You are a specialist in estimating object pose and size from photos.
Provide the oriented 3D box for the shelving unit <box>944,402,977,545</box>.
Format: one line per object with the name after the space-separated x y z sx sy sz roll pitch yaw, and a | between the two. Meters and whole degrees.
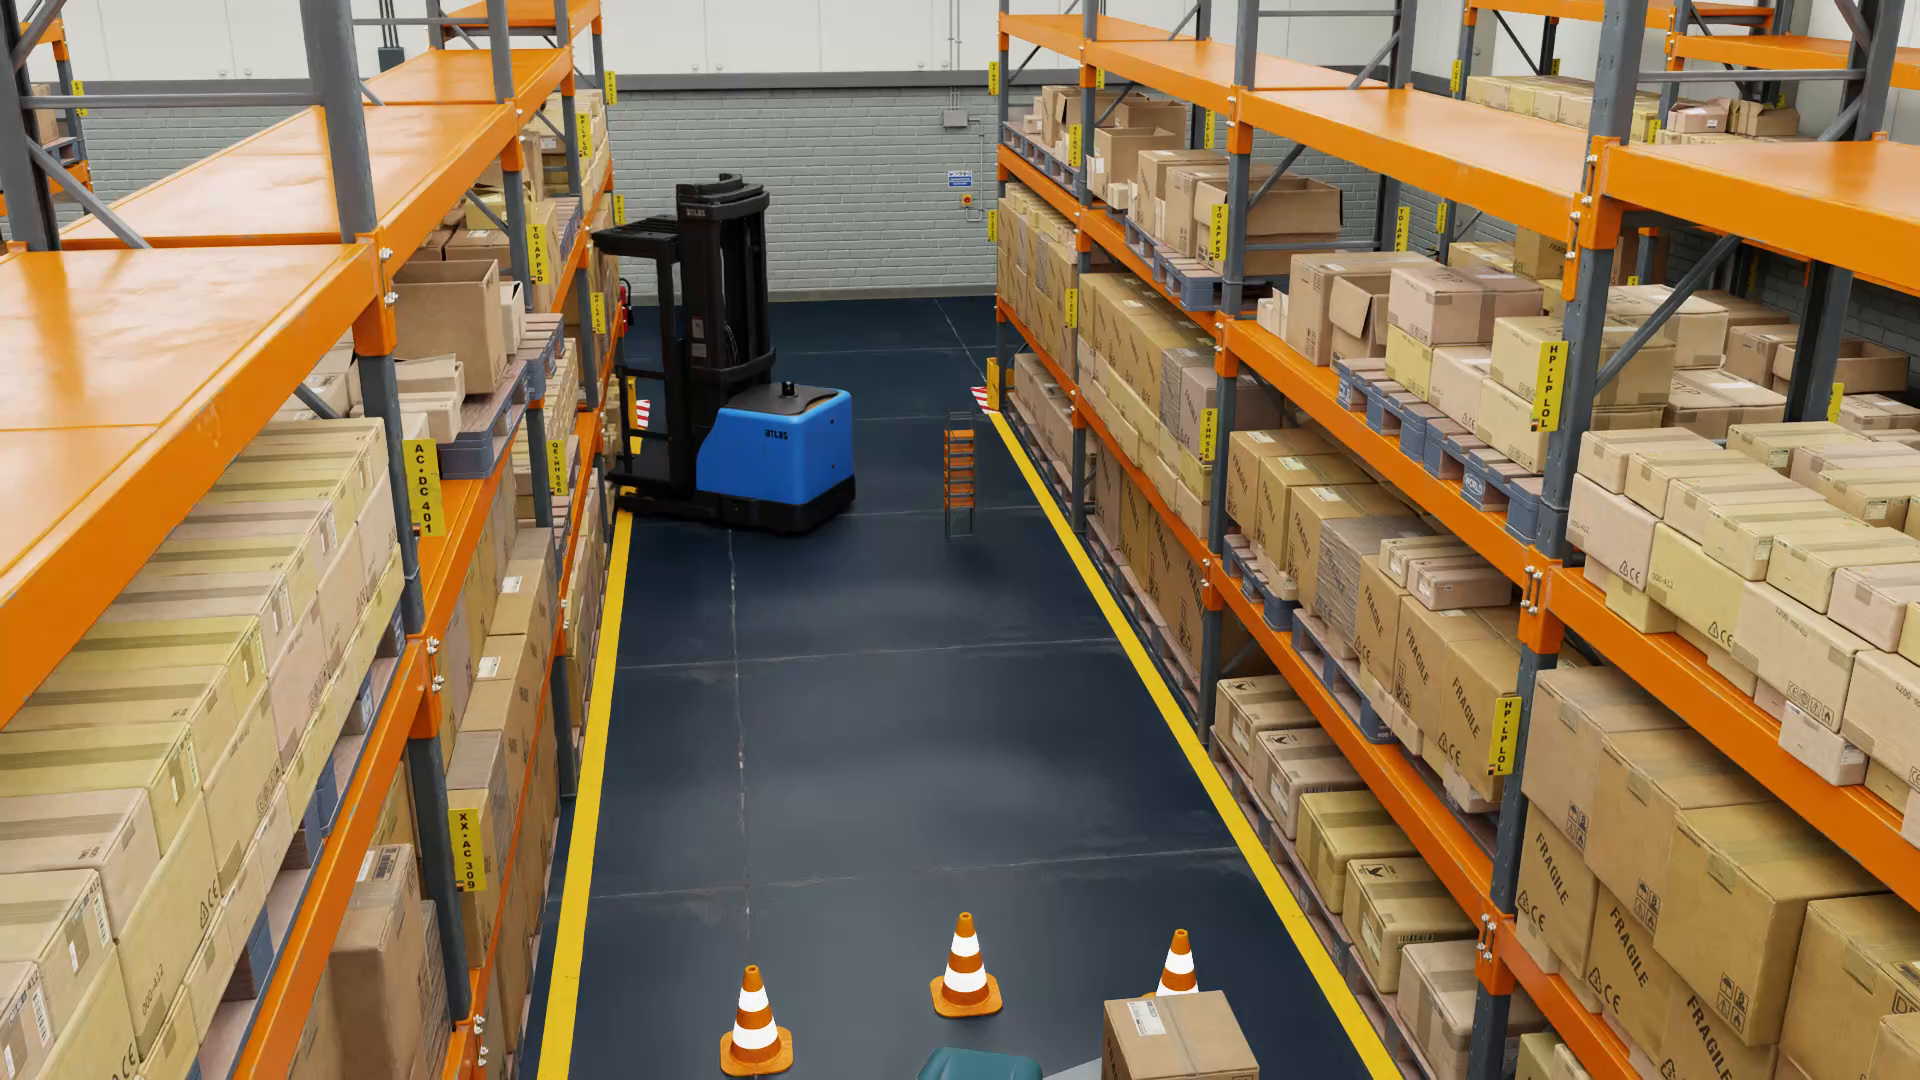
0.002 -0.557 14.067 0.258 1.200 0.189 -3 21 -8 | shelving unit

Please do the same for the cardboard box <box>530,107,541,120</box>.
-4.005 -3.884 15.047 0.380 0.149 0.250 -2 21 -6 | cardboard box

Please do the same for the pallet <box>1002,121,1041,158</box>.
1.012 -3.999 16.550 1.003 0.211 1.213 -3 21 -8 | pallet

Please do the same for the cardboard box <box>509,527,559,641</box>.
-2.505 0.258 9.169 0.500 0.500 0.500 -3 21 -8 | cardboard box

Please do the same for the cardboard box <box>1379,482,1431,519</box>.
2.548 -0.008 8.857 0.500 0.500 0.500 -4 21 -11 | cardboard box

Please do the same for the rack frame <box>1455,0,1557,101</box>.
5.806 -5.954 17.370 1.000 3.000 0.127 -3 21 -8 | rack frame

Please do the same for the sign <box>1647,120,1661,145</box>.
5.847 -3.376 14.016 0.100 0.325 0.005 -3 21 -8 | sign

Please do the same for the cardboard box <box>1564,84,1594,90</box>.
6.306 -4.354 16.448 0.500 0.250 0.500 -3 21 -7 | cardboard box

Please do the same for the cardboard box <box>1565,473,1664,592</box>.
2.417 -0.045 5.626 0.500 0.250 0.500 -3 21 -9 | cardboard box

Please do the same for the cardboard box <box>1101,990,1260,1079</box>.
0.868 2.179 6.658 0.500 0.500 0.500 -3 21 -8 | cardboard box

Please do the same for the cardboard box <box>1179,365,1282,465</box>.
1.715 -0.803 10.581 0.500 0.500 0.500 -3 21 -9 | cardboard box

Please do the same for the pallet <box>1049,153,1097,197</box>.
1.364 -3.154 14.288 1.003 0.211 1.213 -3 21 -8 | pallet

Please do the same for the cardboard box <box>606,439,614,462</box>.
-3.370 -0.811 15.223 0.380 0.149 0.250 -3 21 -8 | cardboard box

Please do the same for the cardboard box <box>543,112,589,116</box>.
-3.356 -3.549 14.147 0.380 0.149 0.250 -2 21 -5 | cardboard box

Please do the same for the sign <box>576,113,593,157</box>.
-2.863 -3.083 12.670 0.100 0.325 0.005 -3 21 -8 | sign

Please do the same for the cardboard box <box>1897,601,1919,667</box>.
2.653 0.262 4.235 0.380 0.149 0.250 -3 21 -7 | cardboard box

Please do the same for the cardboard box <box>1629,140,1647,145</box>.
6.066 -3.387 14.574 0.500 0.250 0.500 -3 21 -8 | cardboard box

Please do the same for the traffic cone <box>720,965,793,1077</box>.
-0.958 2.196 7.750 0.336 0.463 0.334 -3 21 -8 | traffic cone

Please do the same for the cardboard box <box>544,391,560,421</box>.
-2.934 -0.906 11.338 0.380 0.149 0.250 -3 21 -9 | cardboard box

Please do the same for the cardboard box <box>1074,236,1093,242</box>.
1.182 -2.513 14.233 0.380 0.149 0.250 -2 21 -6 | cardboard box

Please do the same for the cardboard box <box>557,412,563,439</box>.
-2.936 -0.772 11.404 0.380 0.149 0.250 -2 21 -6 | cardboard box

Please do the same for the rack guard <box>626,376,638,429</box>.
-3.978 -1.410 17.350 1.175 0.500 0.348 -3 21 -8 | rack guard

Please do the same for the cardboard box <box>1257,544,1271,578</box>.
1.913 0.118 9.447 0.380 0.149 0.250 -4 21 -11 | cardboard box

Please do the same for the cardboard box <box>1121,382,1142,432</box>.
1.480 -0.974 12.111 0.500 0.250 0.500 -4 21 -9 | cardboard box

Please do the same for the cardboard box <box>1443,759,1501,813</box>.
2.278 1.020 7.032 0.380 0.149 0.250 -3 21 -7 | cardboard box

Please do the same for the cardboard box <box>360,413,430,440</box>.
-2.163 -0.355 6.282 0.250 0.149 0.380 -3 21 -8 | cardboard box

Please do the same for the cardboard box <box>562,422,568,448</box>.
-2.968 -0.723 11.697 0.380 0.149 0.250 -2 21 -5 | cardboard box

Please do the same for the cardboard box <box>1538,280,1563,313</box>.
5.923 -2.338 16.051 0.500 0.250 0.500 -3 21 -8 | cardboard box

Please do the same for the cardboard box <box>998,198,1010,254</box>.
0.682 -3.226 17.070 0.500 0.500 0.500 -3 21 -9 | cardboard box

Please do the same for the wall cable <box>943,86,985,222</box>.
0.059 -5.333 22.786 0.585 1.953 0.123 -3 21 -8 | wall cable

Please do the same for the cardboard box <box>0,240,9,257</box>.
-9.037 -2.459 15.306 0.500 0.500 0.500 -3 21 -9 | cardboard box

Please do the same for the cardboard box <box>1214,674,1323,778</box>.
2.120 1.109 10.191 0.950 0.372 0.625 -4 21 -11 | cardboard box

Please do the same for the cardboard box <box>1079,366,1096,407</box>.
1.274 -1.271 13.620 0.500 0.250 0.500 -3 21 -9 | cardboard box

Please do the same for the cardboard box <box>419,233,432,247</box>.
-3.151 -1.775 9.231 0.396 0.266 0.258 -3 21 -8 | cardboard box

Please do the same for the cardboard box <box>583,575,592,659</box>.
-2.840 0.528 11.562 0.500 0.500 0.500 -3 21 -9 | cardboard box

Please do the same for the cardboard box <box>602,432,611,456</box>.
-3.339 -0.857 14.921 0.380 0.149 0.250 -2 21 -7 | cardboard box

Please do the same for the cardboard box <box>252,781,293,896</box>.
-1.669 0.655 3.578 0.380 0.149 0.250 -3 21 -8 | cardboard box

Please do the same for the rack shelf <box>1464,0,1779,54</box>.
6.095 -4.923 15.642 1.077 0.370 4.000 -3 21 -8 | rack shelf

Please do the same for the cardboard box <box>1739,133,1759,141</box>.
6.601 -3.243 13.590 0.380 0.149 0.250 -3 21 -7 | cardboard box

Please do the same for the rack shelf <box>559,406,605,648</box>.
-3.124 -0.193 11.547 1.077 0.370 4.000 -3 21 -8 | rack shelf

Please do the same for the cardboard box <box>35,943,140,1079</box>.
-1.572 0.859 2.462 0.500 0.250 0.500 -3 21 -8 | cardboard box

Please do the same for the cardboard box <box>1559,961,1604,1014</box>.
2.441 1.591 6.103 0.380 0.149 0.250 -2 21 -6 | cardboard box

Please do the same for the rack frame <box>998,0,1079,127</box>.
0.895 -5.702 16.696 1.000 3.000 0.127 -3 21 -8 | rack frame

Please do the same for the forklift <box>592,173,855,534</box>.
-2.513 -1.751 14.788 3.031 2.935 1.130 9 22 22 | forklift

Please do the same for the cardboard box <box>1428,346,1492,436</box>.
2.329 -0.639 7.041 0.500 0.250 0.500 -3 21 -7 | cardboard box

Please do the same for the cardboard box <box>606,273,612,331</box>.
-3.456 -2.124 15.122 0.500 0.500 0.500 -2 21 -5 | cardboard box

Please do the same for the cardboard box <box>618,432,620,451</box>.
-3.469 -0.947 16.013 0.380 0.149 0.250 -4 21 -10 | cardboard box

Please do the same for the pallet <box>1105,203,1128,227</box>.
1.653 -2.507 12.703 0.805 0.209 1.217 -4 21 -10 | pallet

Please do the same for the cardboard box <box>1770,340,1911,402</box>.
6.541 -1.174 12.400 0.797 0.503 0.637 -3 21 -9 | cardboard box

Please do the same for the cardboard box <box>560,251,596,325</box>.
-3.236 -2.045 13.482 0.500 0.500 0.500 -2 21 -6 | cardboard box

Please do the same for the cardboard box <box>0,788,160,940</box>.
-1.561 0.544 2.735 0.380 0.149 0.250 -3 21 -9 | cardboard box

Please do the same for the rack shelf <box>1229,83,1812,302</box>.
2.337 -1.715 7.622 1.077 0.370 4.000 -3 21 -8 | rack shelf

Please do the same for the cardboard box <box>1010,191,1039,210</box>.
0.705 -3.391 16.583 0.380 0.149 0.250 -2 21 -6 | cardboard box

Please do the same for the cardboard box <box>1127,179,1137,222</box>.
1.389 -2.396 11.722 0.396 0.266 0.258 -1 21 -3 | cardboard box

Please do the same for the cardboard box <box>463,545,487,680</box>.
-2.556 0.333 7.540 0.700 0.500 0.500 -3 21 -8 | cardboard box

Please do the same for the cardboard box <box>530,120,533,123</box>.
-4.045 -3.655 15.002 0.500 0.250 0.500 -3 21 -7 | cardboard box

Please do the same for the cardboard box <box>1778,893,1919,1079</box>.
2.736 1.301 4.523 0.700 0.500 0.500 -3 21 -8 | cardboard box

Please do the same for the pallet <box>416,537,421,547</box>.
-2.440 -0.083 6.211 0.805 0.209 1.217 -4 21 -10 | pallet
